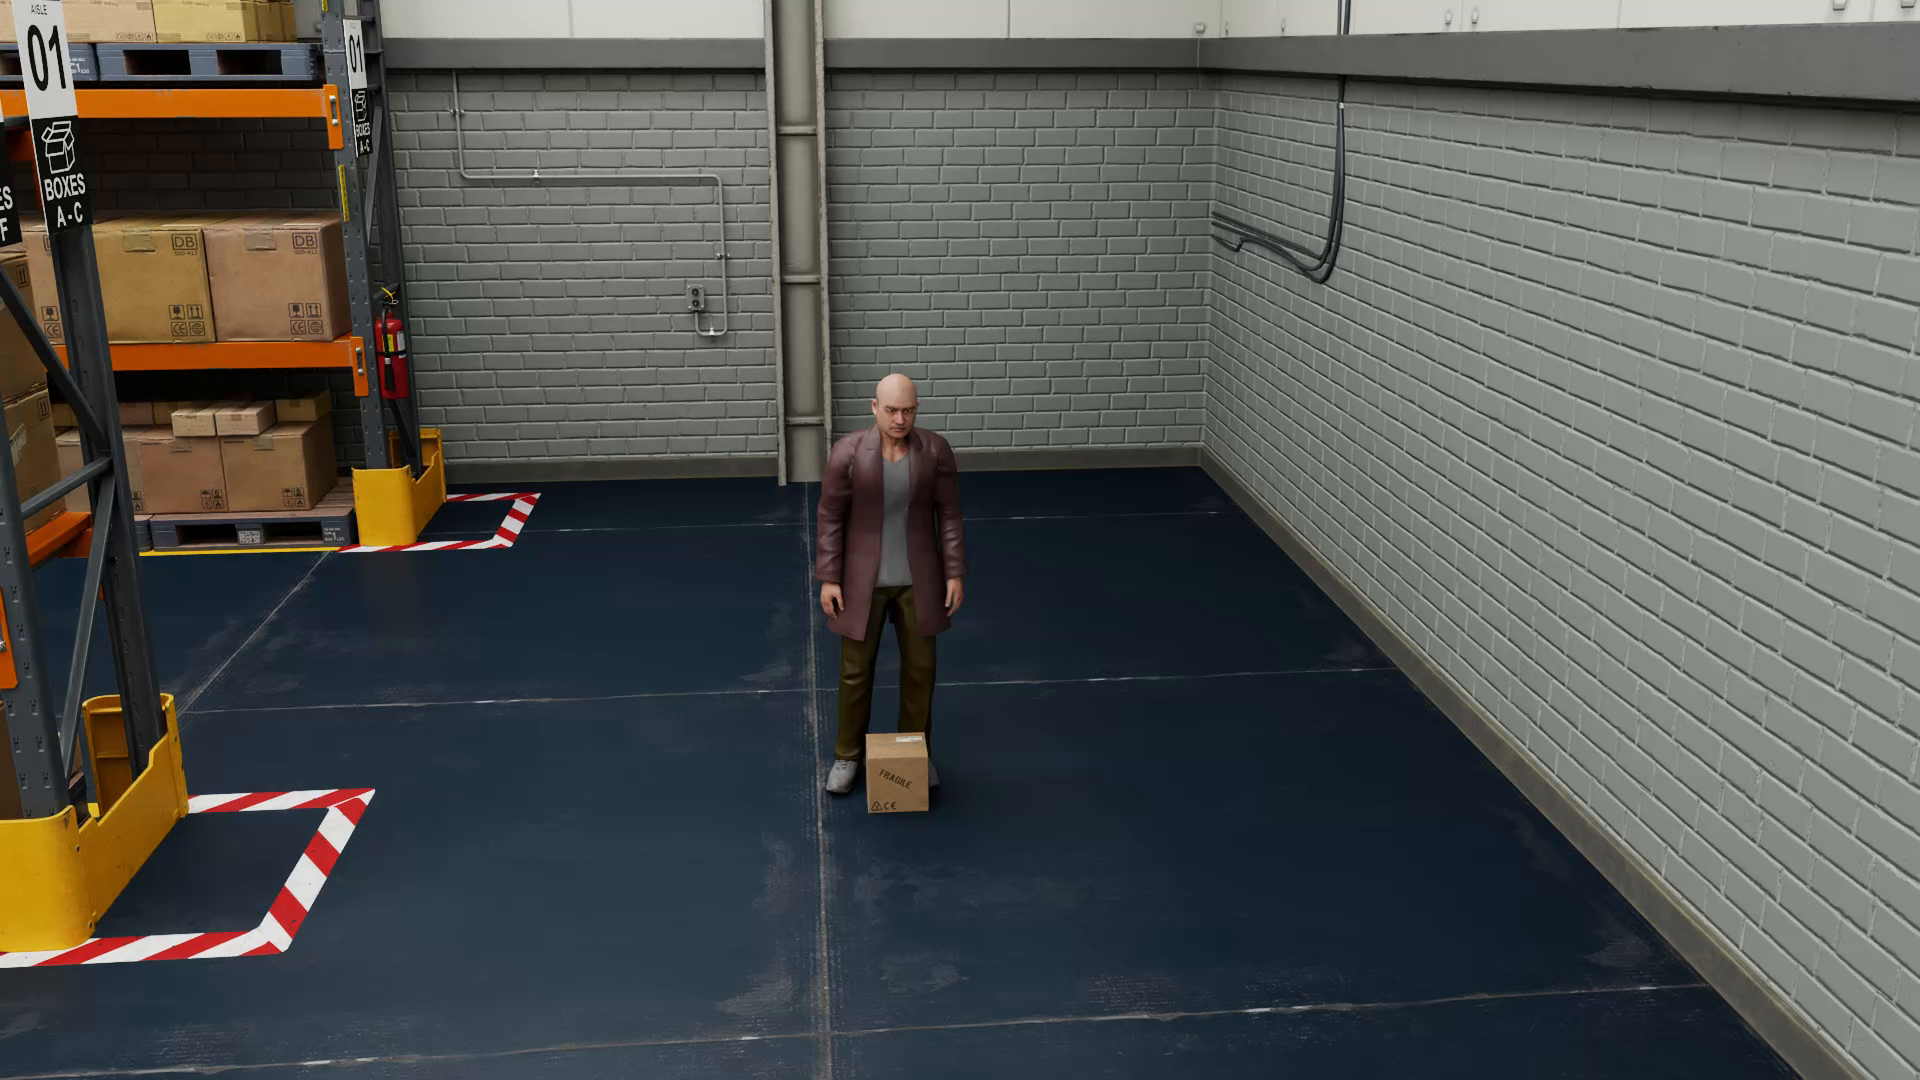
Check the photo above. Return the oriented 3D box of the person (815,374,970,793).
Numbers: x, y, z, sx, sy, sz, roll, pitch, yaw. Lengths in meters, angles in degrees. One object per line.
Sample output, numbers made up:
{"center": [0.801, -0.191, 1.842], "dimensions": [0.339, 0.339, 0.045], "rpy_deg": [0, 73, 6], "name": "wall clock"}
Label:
{"center": [-0.283, 0.172, 6.982], "dimensions": [0.653, 1.774, 0.422], "rpy_deg": [-3, 17, -9], "name": "person"}
